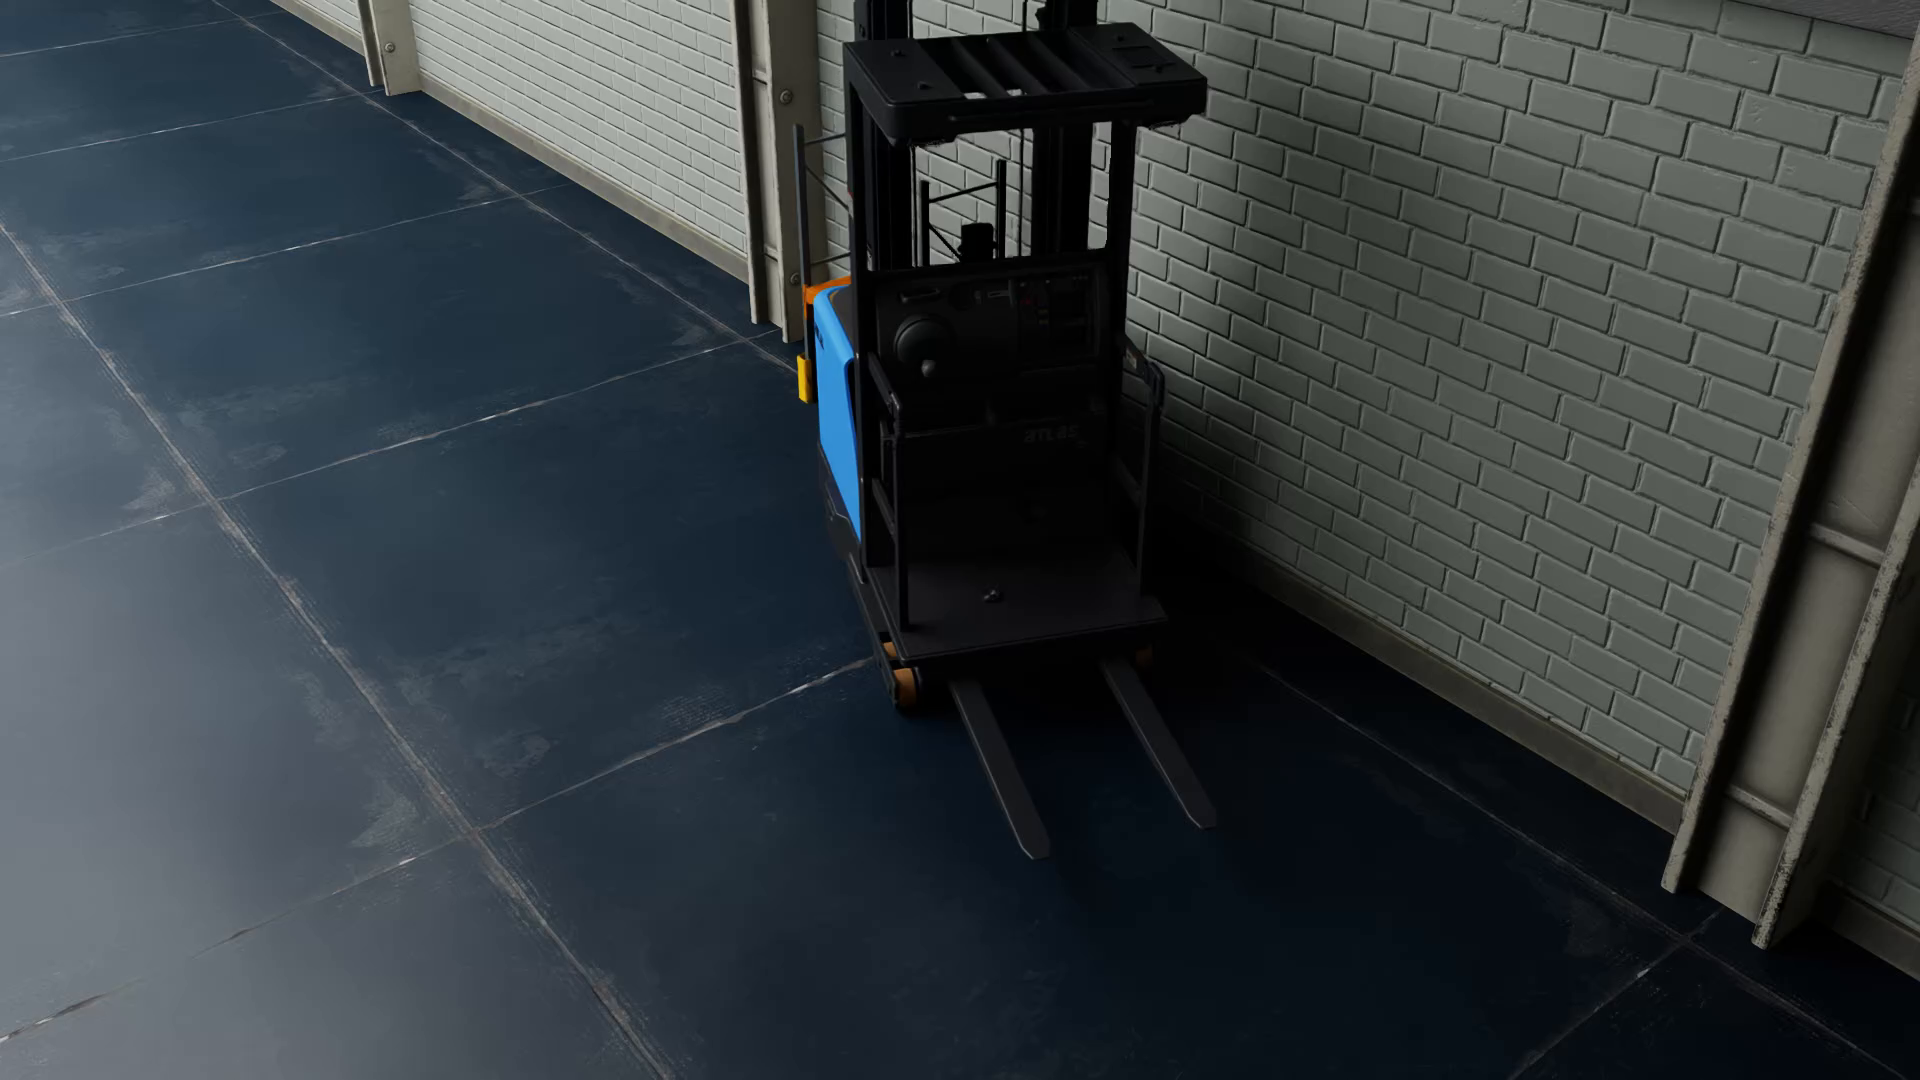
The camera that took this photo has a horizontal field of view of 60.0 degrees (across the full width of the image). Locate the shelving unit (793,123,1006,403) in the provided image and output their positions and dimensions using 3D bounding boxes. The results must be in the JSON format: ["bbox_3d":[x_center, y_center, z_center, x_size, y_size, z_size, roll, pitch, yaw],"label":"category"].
[{"bbox_3d":[-0.310,-1.278,8.387,0.587,1.500,1.083,-23,38,-32],"label":"shelving unit"}]

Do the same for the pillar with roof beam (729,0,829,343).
[{"bbox_3d":[-4.393,-3.692,5.165,9.100,9.000,0.400,-22,38,-31],"label":"pillar with roof beam"}]

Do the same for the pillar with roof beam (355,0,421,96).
[{"bbox_3d":[-8.072,-6.192,9.191,9.100,9.000,0.400,-22,38,-31],"label":"pillar with roof beam"}]

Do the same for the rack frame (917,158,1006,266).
[{"bbox_3d":[0.011,-1.064,8.042,0.500,1.500,0.032,-23,38,-32],"label":"rack frame"}]

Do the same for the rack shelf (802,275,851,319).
[{"bbox_3d":[-0.304,-1.122,8.476,0.538,0.185,1.000,-23,38,-32],"label":"rack shelf"}]

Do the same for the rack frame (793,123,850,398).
[{"bbox_3d":[-0.620,-1.485,8.720,0.500,1.500,0.032,-23,38,-32],"label":"rack frame"}]

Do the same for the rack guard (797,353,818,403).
[{"bbox_3d":[-0.619,-0.954,9.048,0.587,0.250,0.087,-23,38,-32],"label":"rack guard"}]

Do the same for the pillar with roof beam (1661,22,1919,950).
[{"bbox_3d":[-0.713,-1.191,1.139,9.100,9.000,0.400,-22,38,-31],"label":"pillar with roof beam"}]

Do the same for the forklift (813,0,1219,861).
[{"bbox_3d":[0.186,-0.795,6.253,1.130,2.935,3.031,-8,33,-12],"label":"forklift"}]
